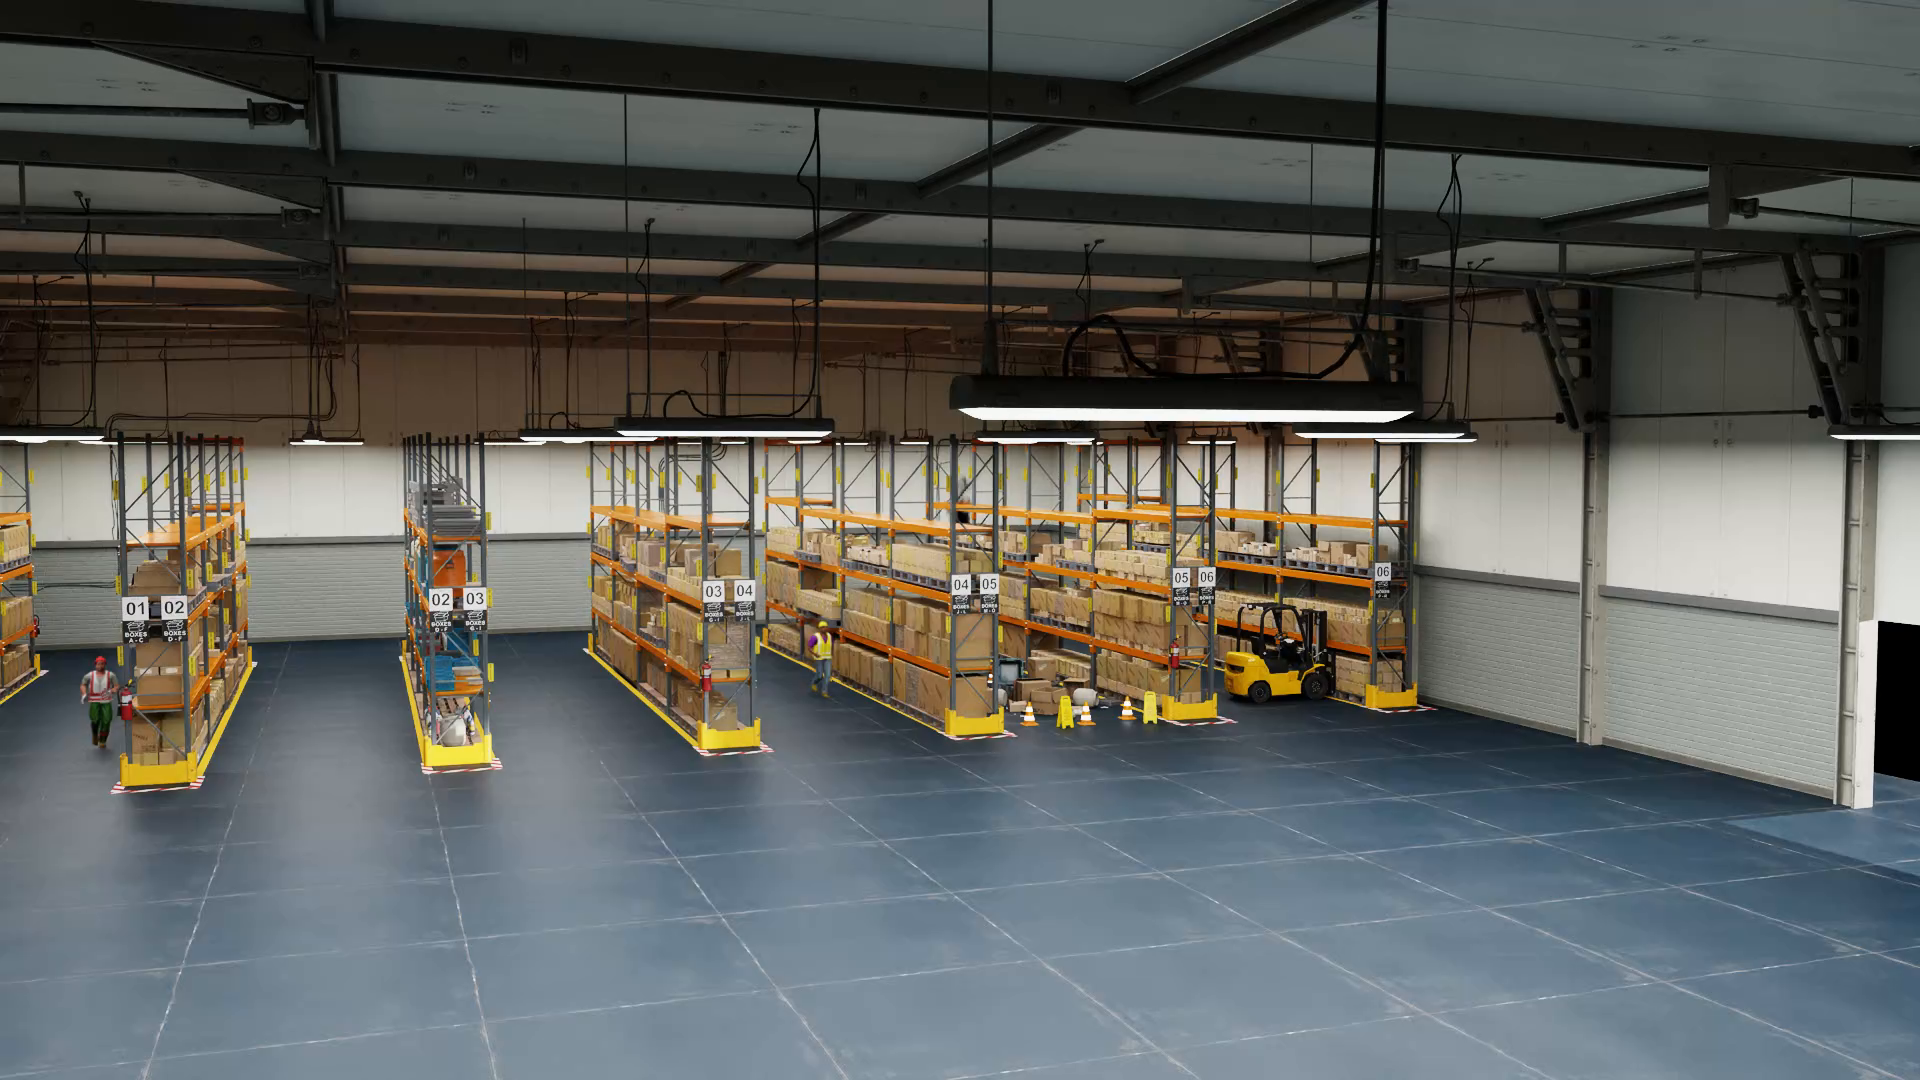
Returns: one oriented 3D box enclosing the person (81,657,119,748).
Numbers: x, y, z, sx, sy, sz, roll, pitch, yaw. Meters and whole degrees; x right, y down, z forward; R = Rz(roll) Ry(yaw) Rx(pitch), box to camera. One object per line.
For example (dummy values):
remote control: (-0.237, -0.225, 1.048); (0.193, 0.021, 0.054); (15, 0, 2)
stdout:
person: (-16.298, 3.088, 31.535); (0.645, 1.740, 0.606); (-2, 4, -29)

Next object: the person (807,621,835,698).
person: (-3.164, 2.733, 38.199); (0.697, 1.743, 0.768); (-2, 4, -28)

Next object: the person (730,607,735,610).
person: (-6.480, 2.255, 46.734); (0.734, 1.741, 0.660); (-1, 3, -10)
